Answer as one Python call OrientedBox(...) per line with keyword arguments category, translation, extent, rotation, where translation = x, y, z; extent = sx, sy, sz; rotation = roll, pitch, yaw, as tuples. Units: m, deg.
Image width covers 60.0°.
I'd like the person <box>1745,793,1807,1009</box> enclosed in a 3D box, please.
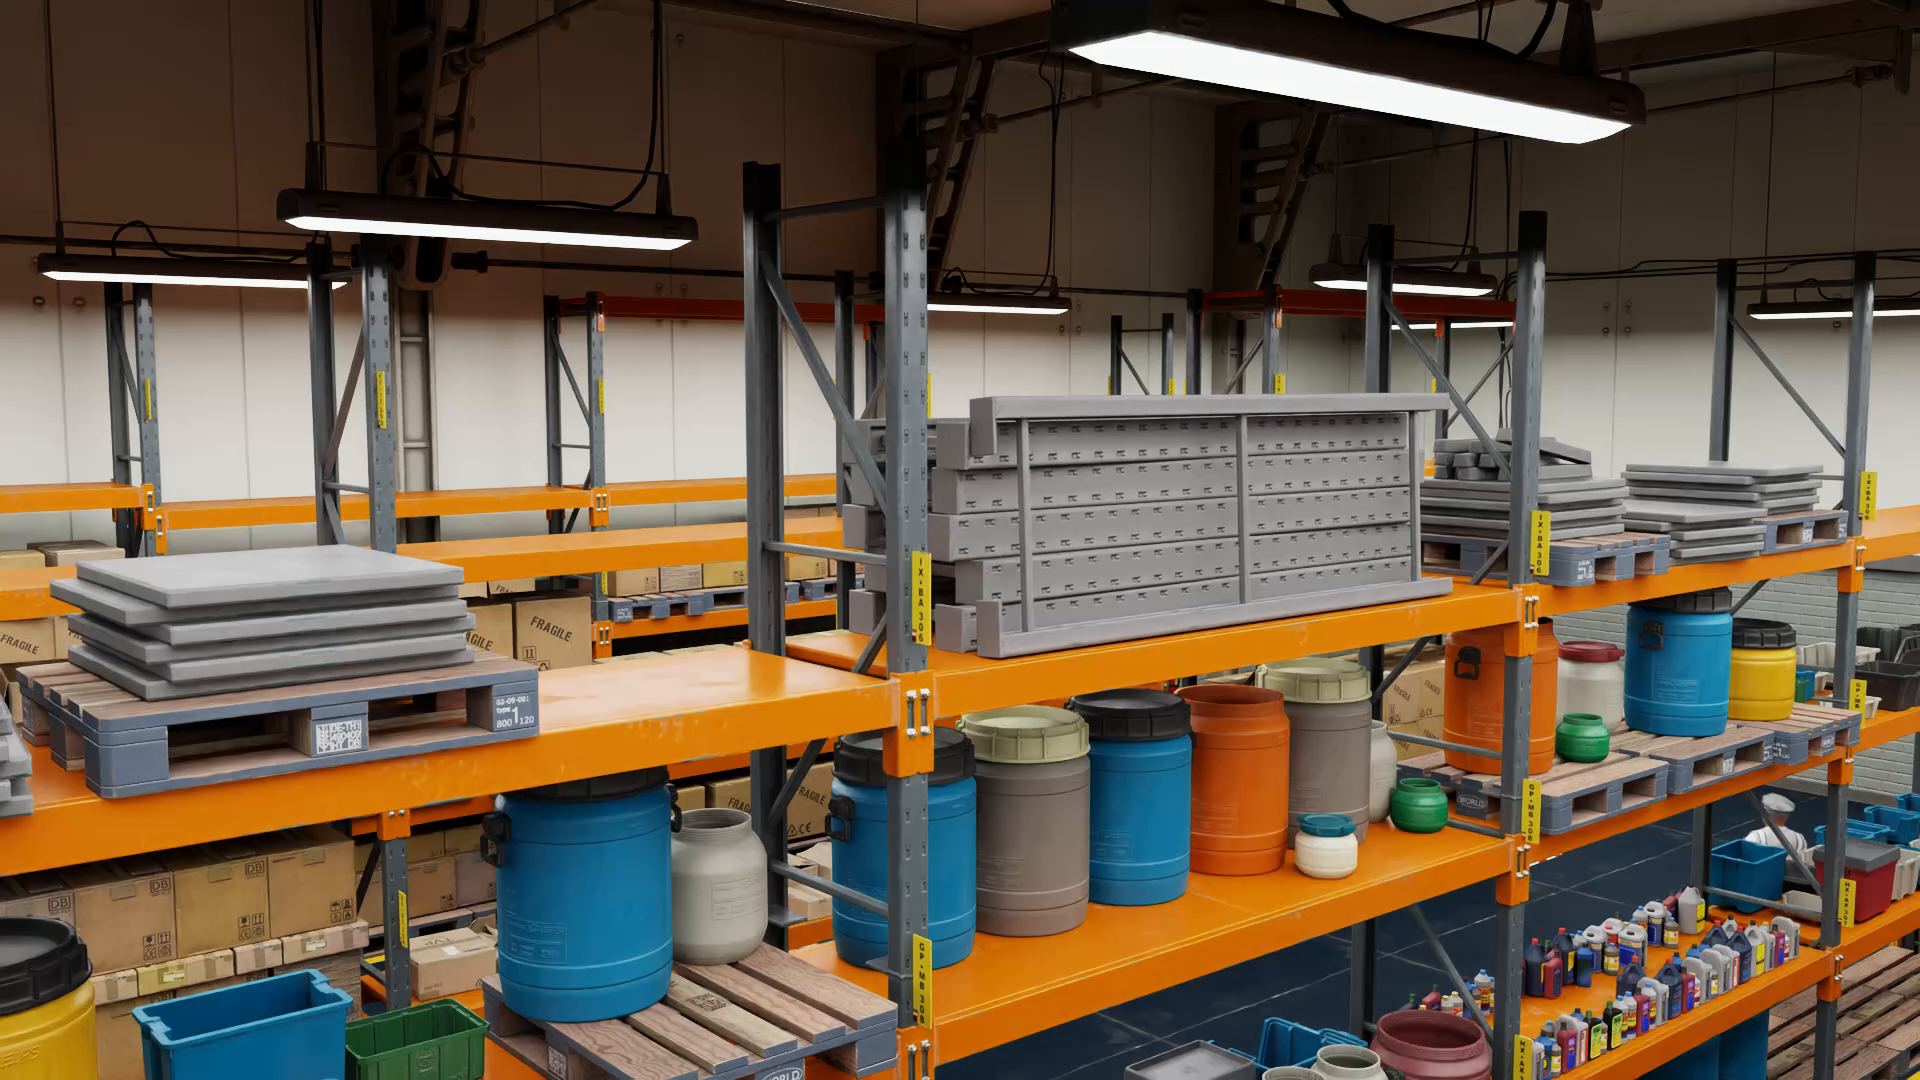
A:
OrientedBox(category="person", translation=(6.639, 3.004, 13.612), extent=(0.543, 1.818, 0.559), rotation=(2, 6, 24))
